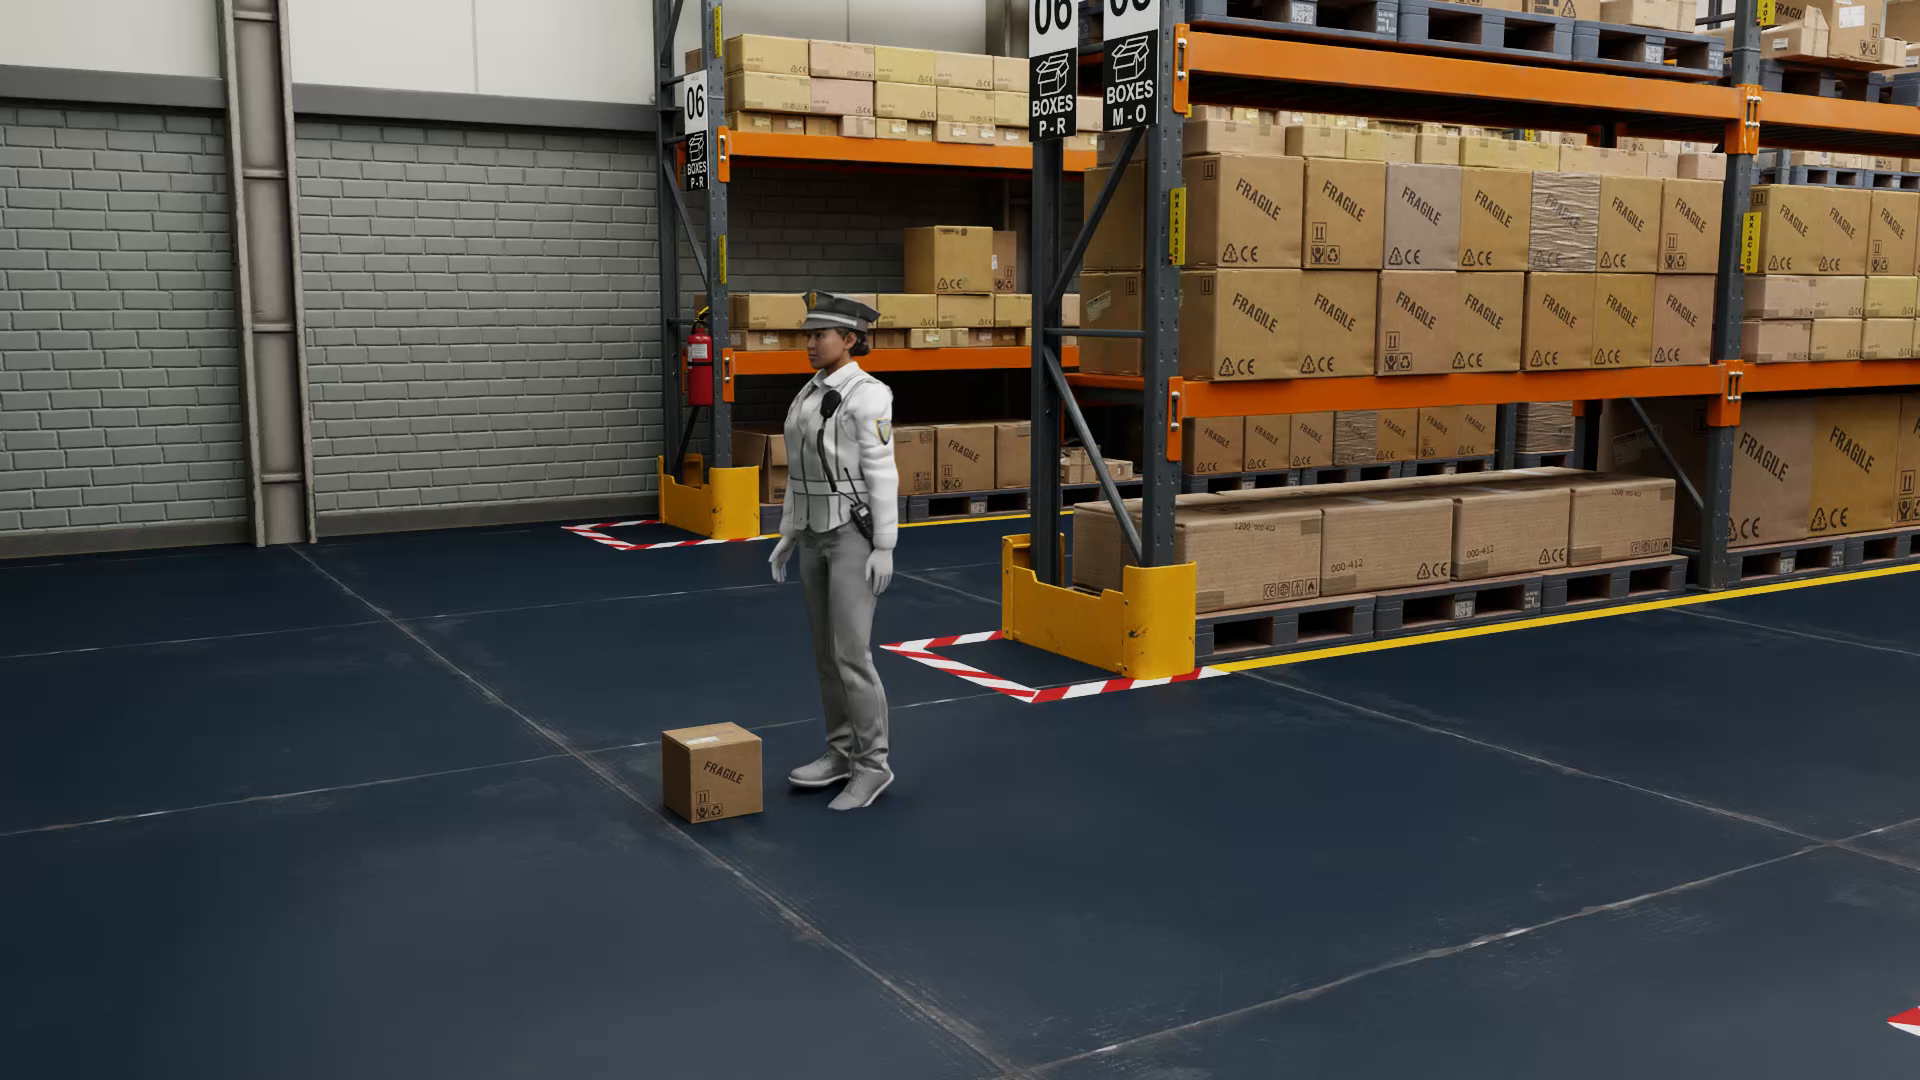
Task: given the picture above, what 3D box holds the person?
[{"bbox_3d":[-0.414,0.038,5.607,0.336,1.738,0.500,-6,10,-38],"label":"person"}]
